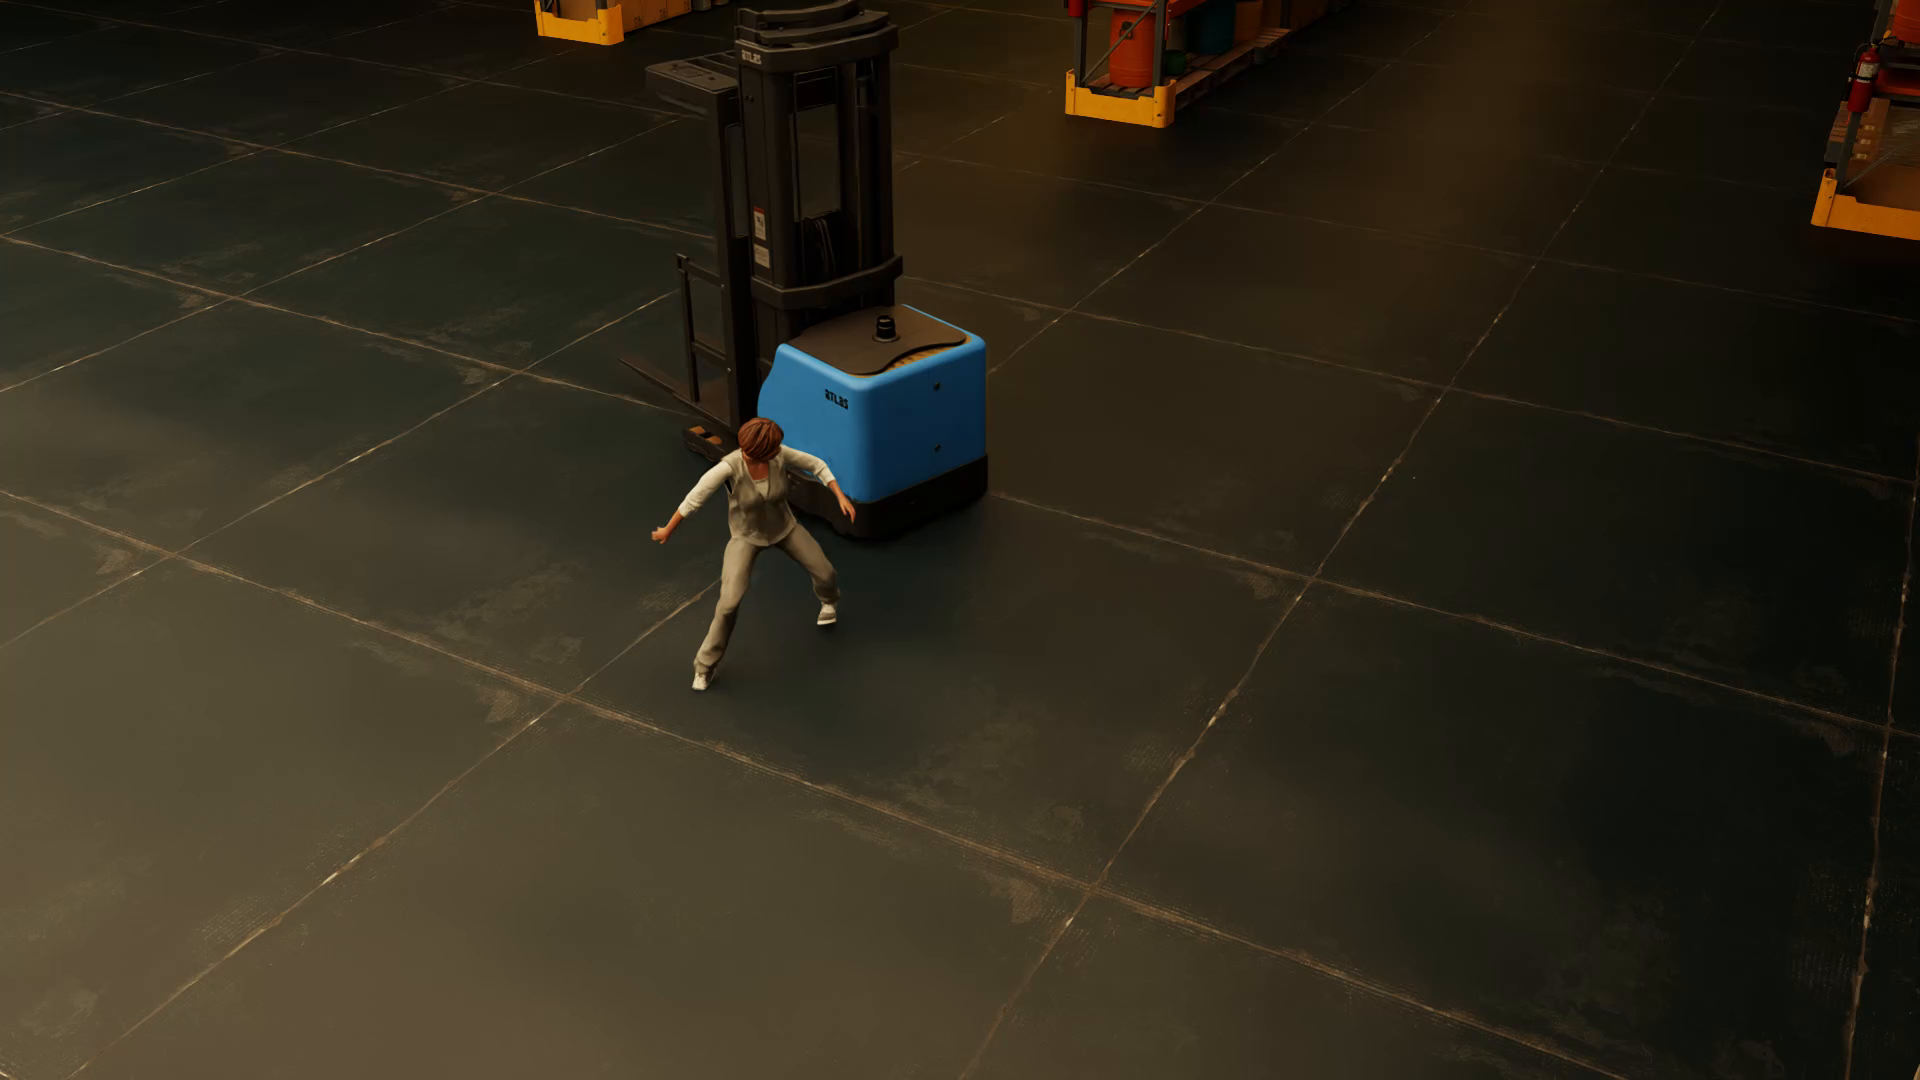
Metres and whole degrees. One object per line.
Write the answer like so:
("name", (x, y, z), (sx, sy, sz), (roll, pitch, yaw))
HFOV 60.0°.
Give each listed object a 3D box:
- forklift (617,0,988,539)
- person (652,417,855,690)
("forklift", (-1.183, -1.932, 10.417), (1.130, 2.935, 3.031), (-24, 38, -35))
("person", (-1.063, 0.021, 8.602), (0.985, 1.527, 0.496), (-12, 32, -19))
